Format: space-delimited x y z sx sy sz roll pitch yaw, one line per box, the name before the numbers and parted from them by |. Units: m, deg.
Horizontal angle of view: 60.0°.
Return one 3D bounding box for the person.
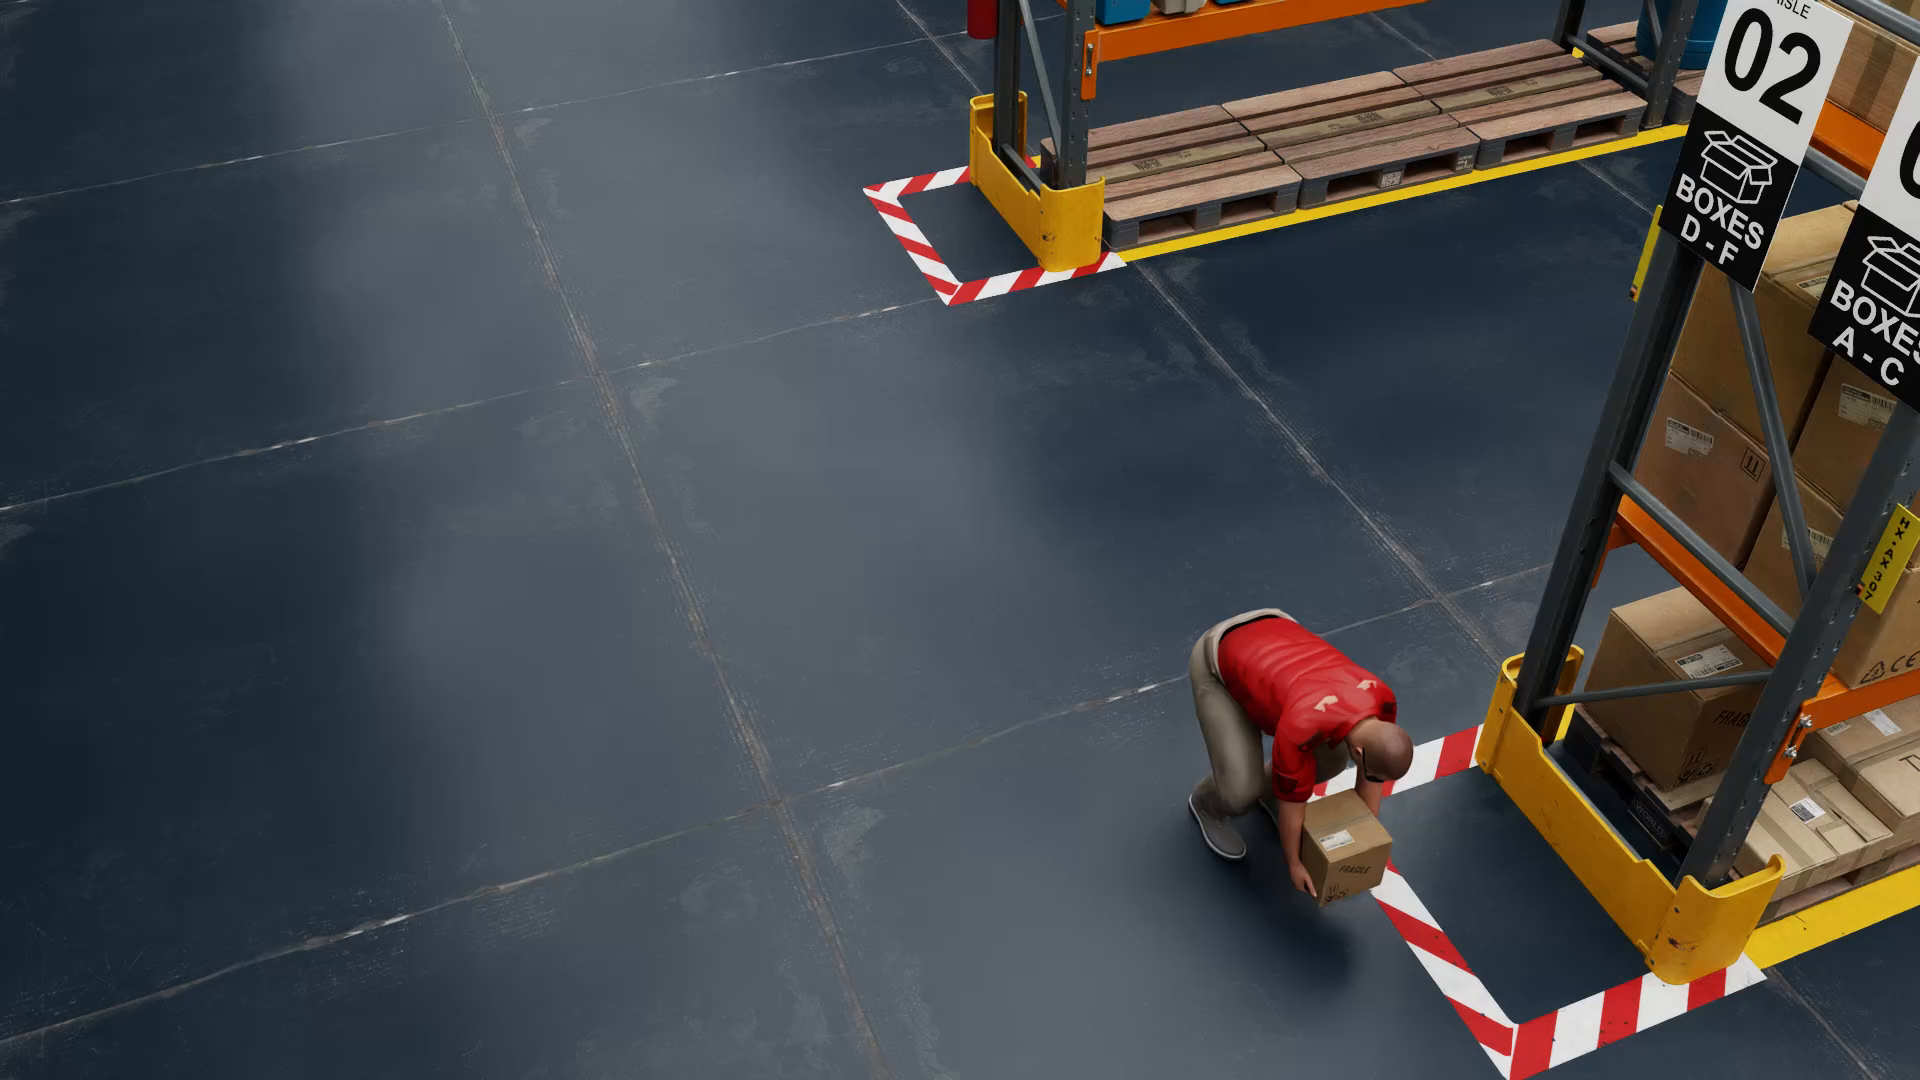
person | 1.162 0.744 5.811 0.524 0.950 0.943 -19 45 -20
